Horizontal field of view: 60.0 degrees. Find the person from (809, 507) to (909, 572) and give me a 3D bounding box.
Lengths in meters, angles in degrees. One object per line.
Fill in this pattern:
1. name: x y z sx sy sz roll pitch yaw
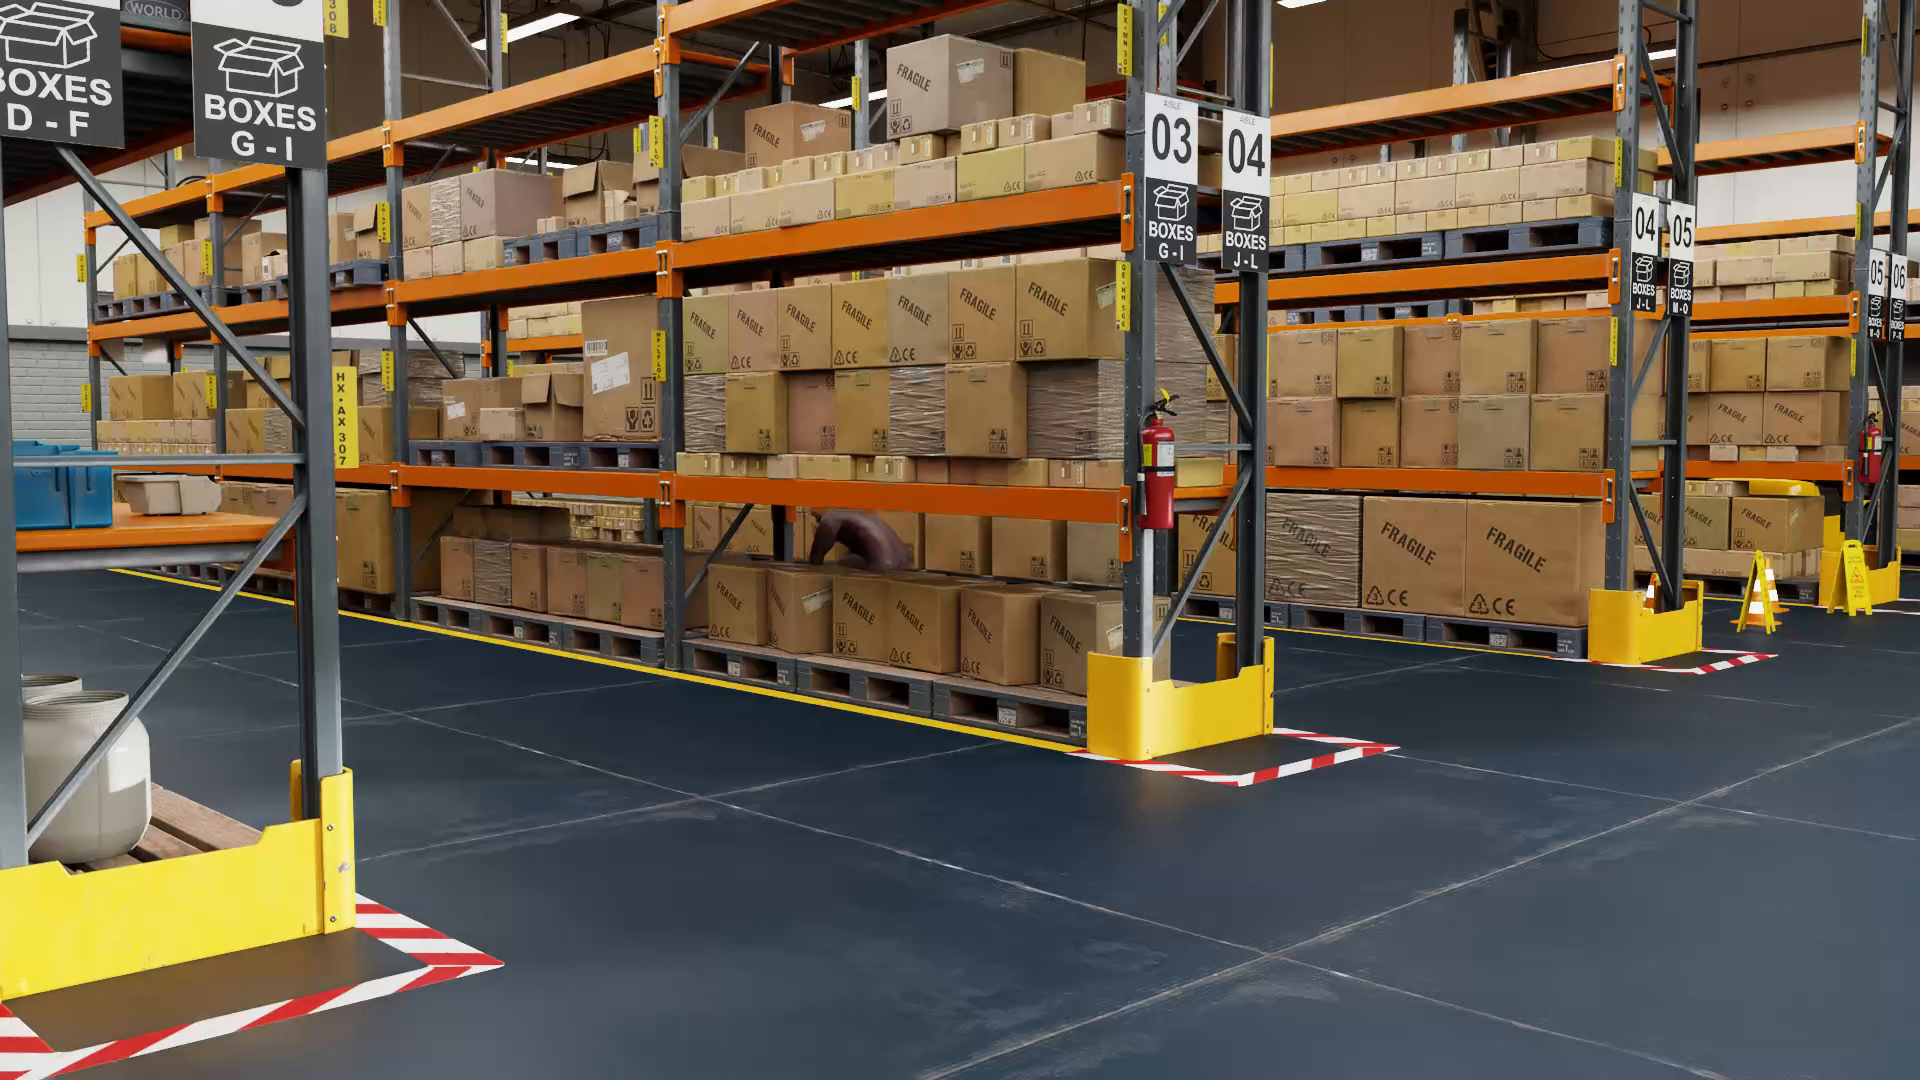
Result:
1. person: -0.790 0.213 12.596 0.853 1.107 0.619 3 5 37
